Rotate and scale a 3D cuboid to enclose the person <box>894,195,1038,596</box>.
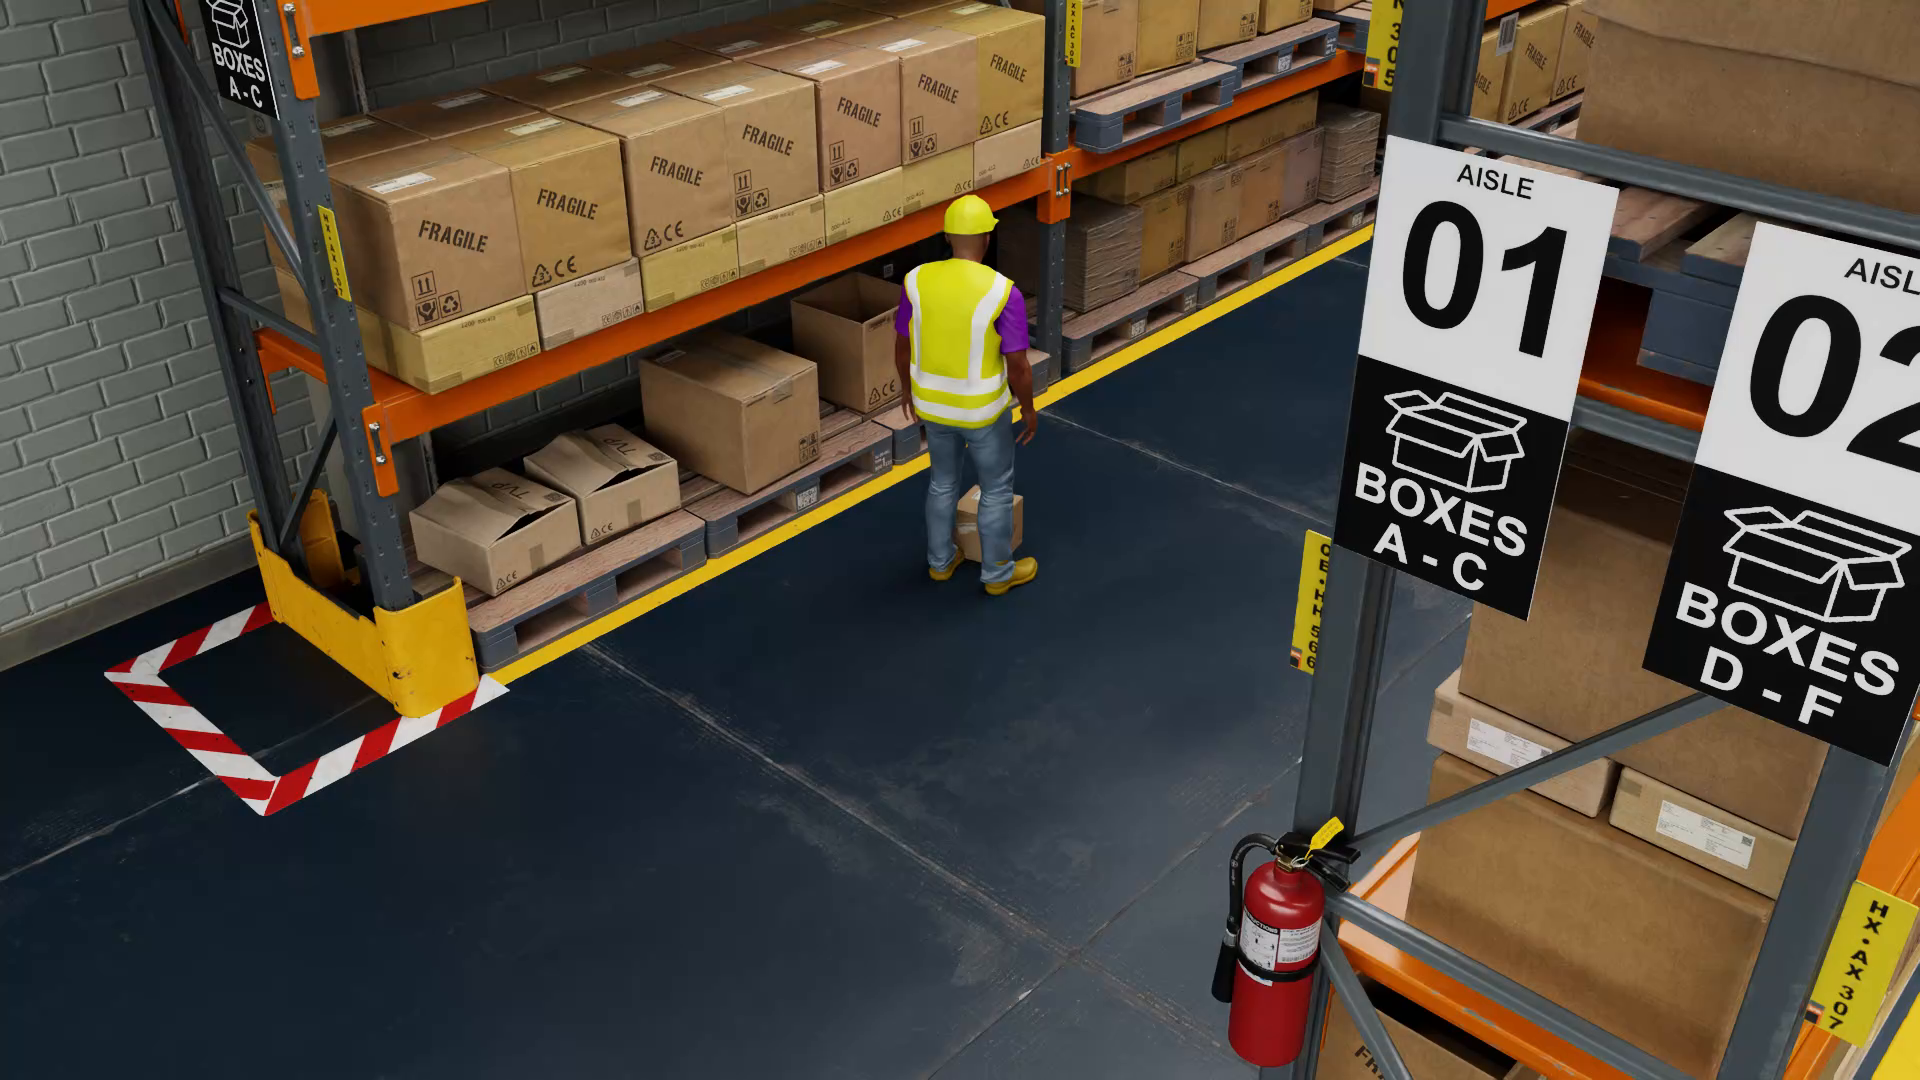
[{"bbox_3d":[0.032,-0.600,7.115,0.632,1.755,0.462,14,34,22],"label":"person"}]
